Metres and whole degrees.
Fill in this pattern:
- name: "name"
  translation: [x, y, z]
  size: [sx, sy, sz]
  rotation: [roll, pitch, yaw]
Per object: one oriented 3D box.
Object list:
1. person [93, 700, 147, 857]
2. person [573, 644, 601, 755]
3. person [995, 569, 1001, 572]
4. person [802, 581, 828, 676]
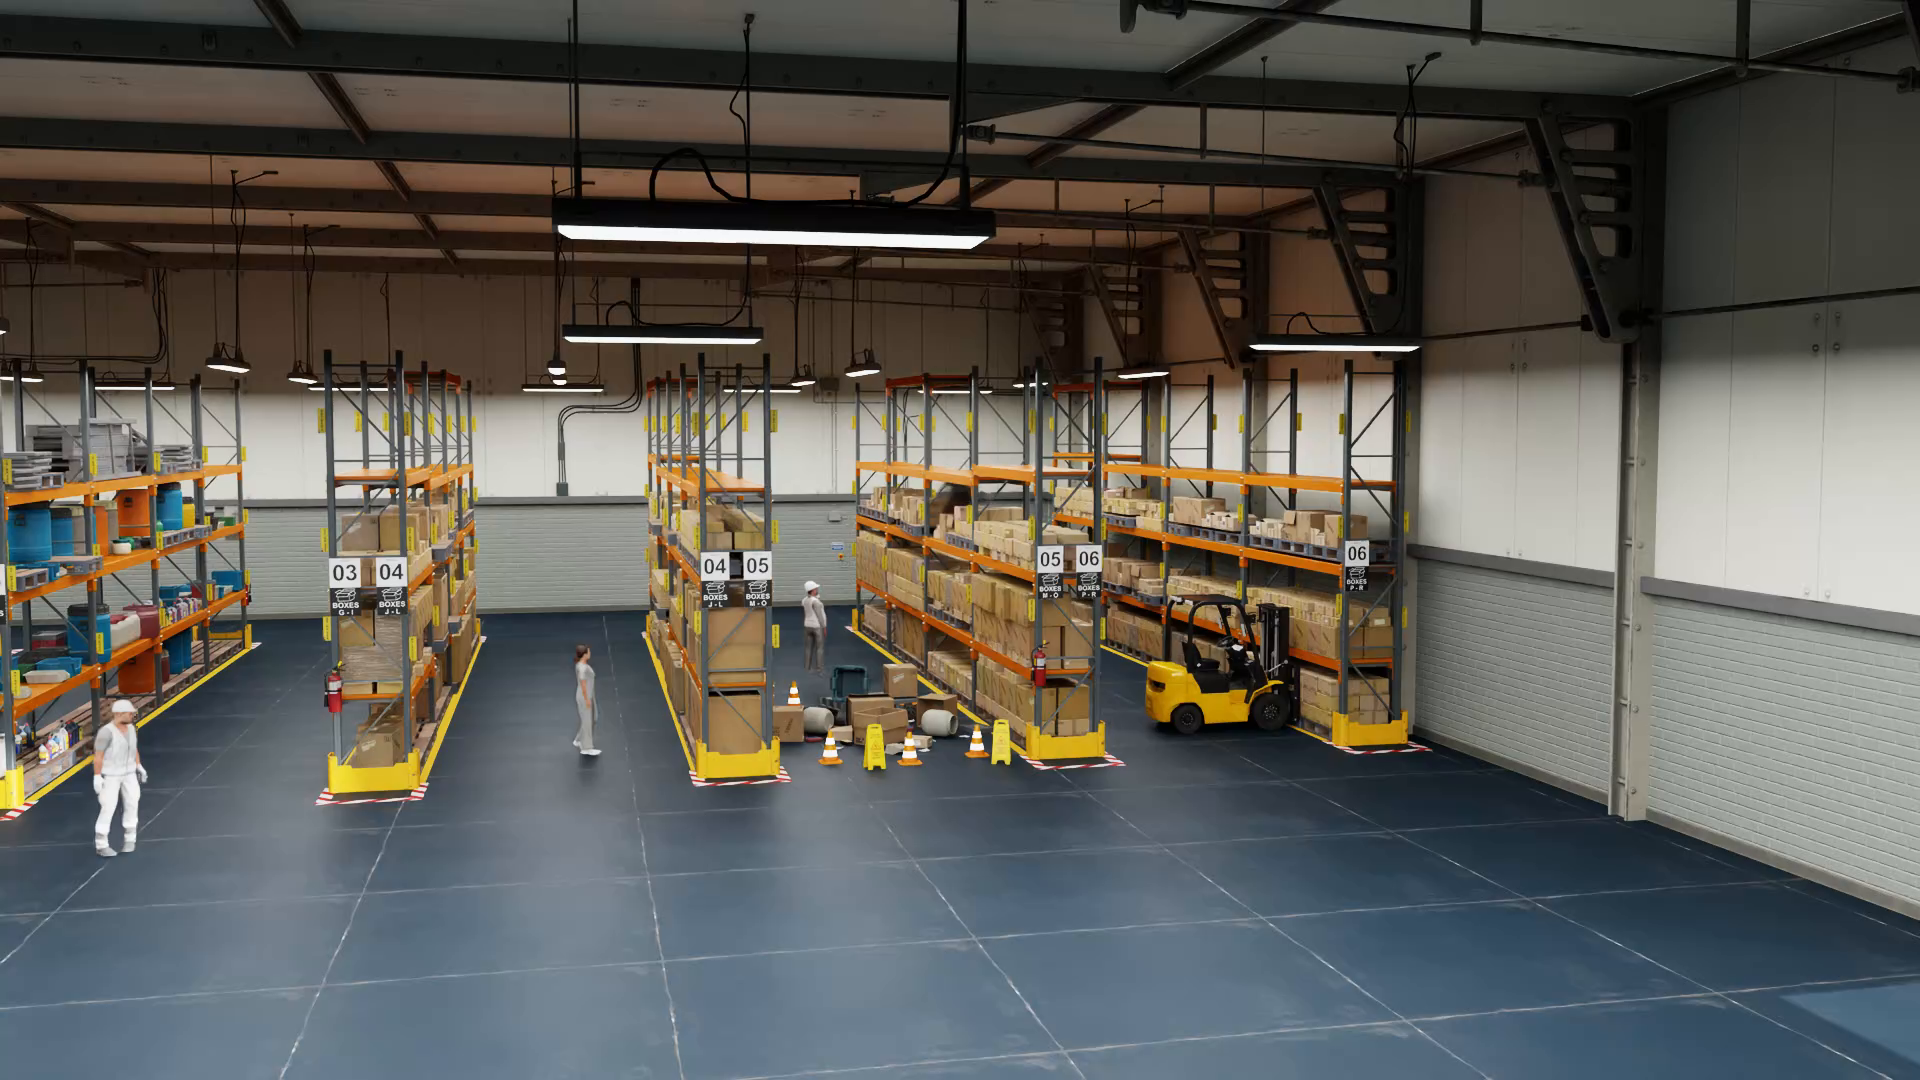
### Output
- name: "person"
  translation: [-9.827, 2.758, 19.427]
  size: [0.393, 1.791, 0.626]
  rotation: [2, 4, 25]
- name: "person"
  translation: [-5.696, 2.419, 25.305]
  size: [0.487, 1.686, 0.518]
  rotation: [0, 4, -2]
- name: "person"
  translation: [0.795, 1.444, 35.154]
  size: [0.374, 1.651, 0.621]
  rotation: [0, 4, -1]
- name: "person"
  translation: [-2.727, 1.651, 31.252]
  size: [0.549, 1.770, 0.444]
  rotation: [3, 5, 35]
